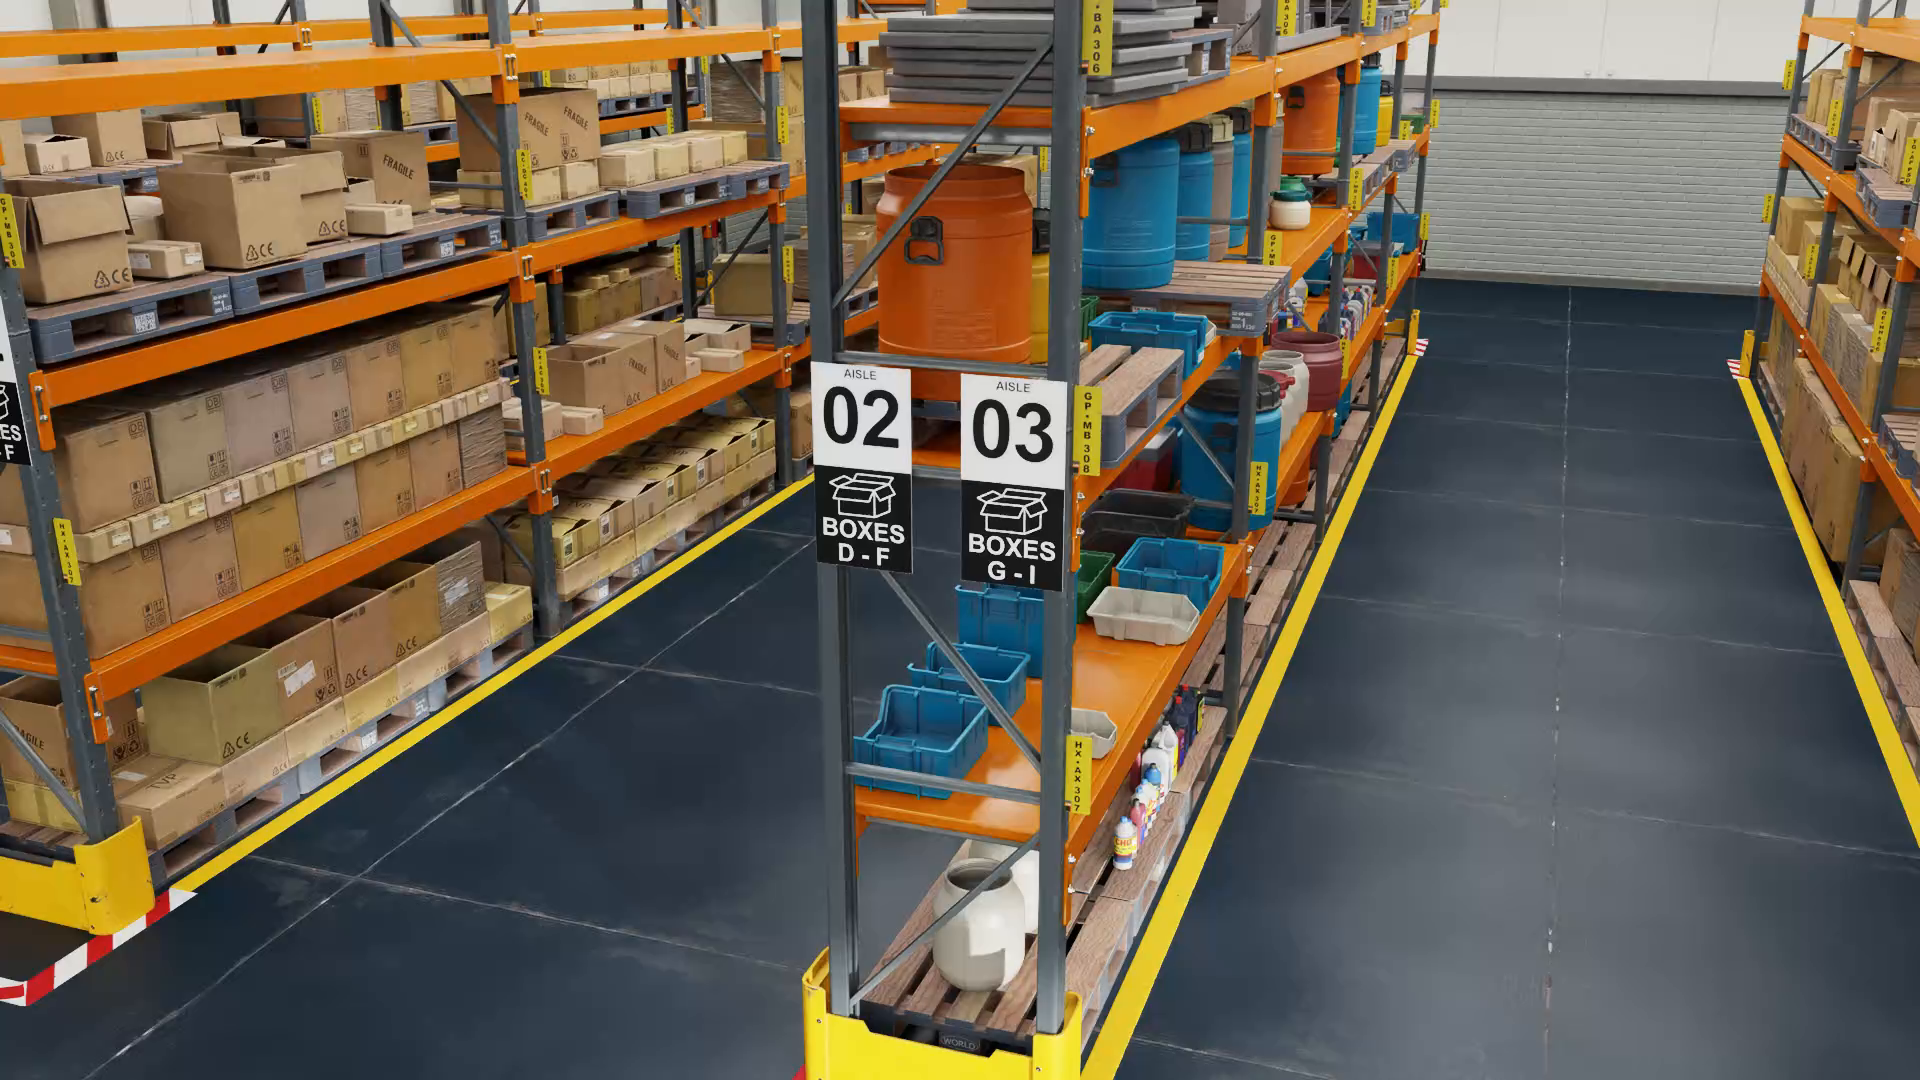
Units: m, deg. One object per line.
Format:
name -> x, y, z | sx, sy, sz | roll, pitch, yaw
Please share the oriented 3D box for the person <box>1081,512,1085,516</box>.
person -> 0.826, 0.149, 12.083 | 0.921, 1.049, 0.445 | 5, 20, 16
